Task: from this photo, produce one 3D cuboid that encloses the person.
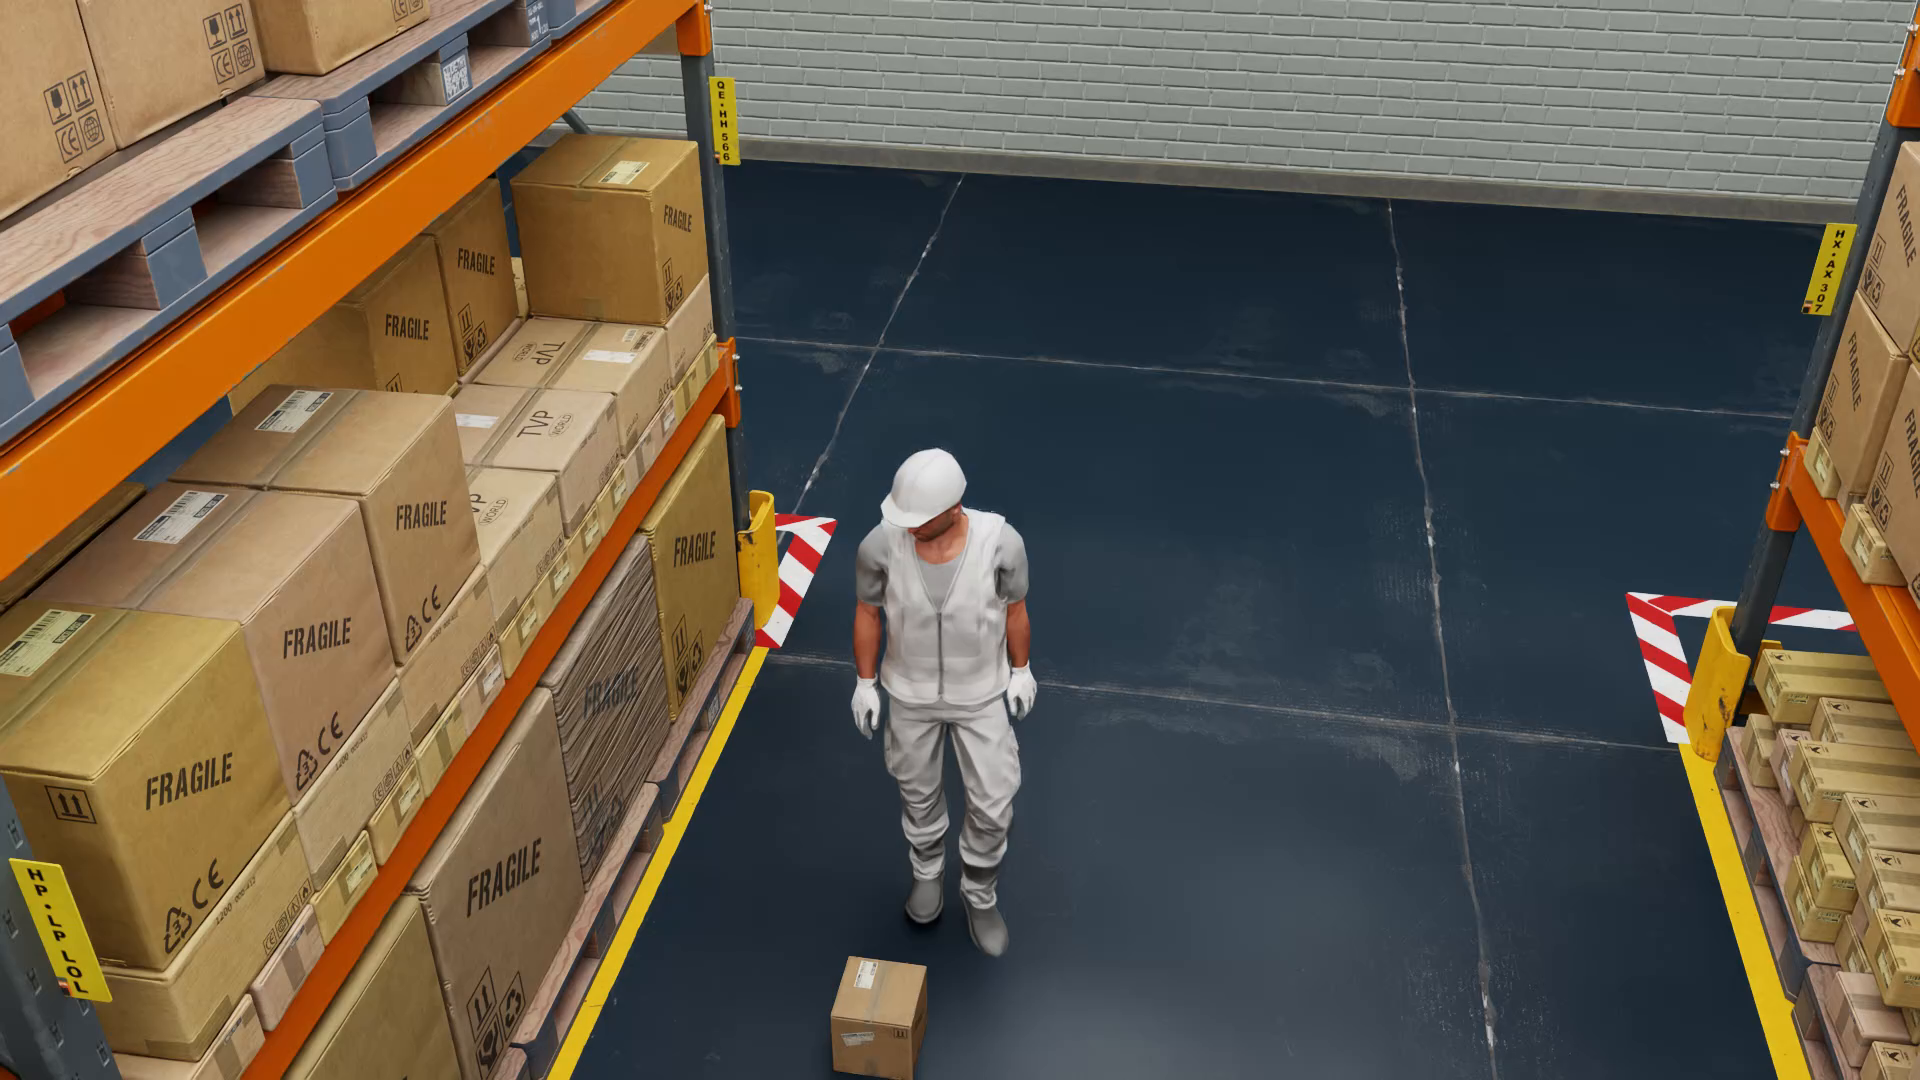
[{"bbox_3d":[-0.054,0.528,5.281,0.593,1.835,0.420,2,32,3],"label":"person"}]
